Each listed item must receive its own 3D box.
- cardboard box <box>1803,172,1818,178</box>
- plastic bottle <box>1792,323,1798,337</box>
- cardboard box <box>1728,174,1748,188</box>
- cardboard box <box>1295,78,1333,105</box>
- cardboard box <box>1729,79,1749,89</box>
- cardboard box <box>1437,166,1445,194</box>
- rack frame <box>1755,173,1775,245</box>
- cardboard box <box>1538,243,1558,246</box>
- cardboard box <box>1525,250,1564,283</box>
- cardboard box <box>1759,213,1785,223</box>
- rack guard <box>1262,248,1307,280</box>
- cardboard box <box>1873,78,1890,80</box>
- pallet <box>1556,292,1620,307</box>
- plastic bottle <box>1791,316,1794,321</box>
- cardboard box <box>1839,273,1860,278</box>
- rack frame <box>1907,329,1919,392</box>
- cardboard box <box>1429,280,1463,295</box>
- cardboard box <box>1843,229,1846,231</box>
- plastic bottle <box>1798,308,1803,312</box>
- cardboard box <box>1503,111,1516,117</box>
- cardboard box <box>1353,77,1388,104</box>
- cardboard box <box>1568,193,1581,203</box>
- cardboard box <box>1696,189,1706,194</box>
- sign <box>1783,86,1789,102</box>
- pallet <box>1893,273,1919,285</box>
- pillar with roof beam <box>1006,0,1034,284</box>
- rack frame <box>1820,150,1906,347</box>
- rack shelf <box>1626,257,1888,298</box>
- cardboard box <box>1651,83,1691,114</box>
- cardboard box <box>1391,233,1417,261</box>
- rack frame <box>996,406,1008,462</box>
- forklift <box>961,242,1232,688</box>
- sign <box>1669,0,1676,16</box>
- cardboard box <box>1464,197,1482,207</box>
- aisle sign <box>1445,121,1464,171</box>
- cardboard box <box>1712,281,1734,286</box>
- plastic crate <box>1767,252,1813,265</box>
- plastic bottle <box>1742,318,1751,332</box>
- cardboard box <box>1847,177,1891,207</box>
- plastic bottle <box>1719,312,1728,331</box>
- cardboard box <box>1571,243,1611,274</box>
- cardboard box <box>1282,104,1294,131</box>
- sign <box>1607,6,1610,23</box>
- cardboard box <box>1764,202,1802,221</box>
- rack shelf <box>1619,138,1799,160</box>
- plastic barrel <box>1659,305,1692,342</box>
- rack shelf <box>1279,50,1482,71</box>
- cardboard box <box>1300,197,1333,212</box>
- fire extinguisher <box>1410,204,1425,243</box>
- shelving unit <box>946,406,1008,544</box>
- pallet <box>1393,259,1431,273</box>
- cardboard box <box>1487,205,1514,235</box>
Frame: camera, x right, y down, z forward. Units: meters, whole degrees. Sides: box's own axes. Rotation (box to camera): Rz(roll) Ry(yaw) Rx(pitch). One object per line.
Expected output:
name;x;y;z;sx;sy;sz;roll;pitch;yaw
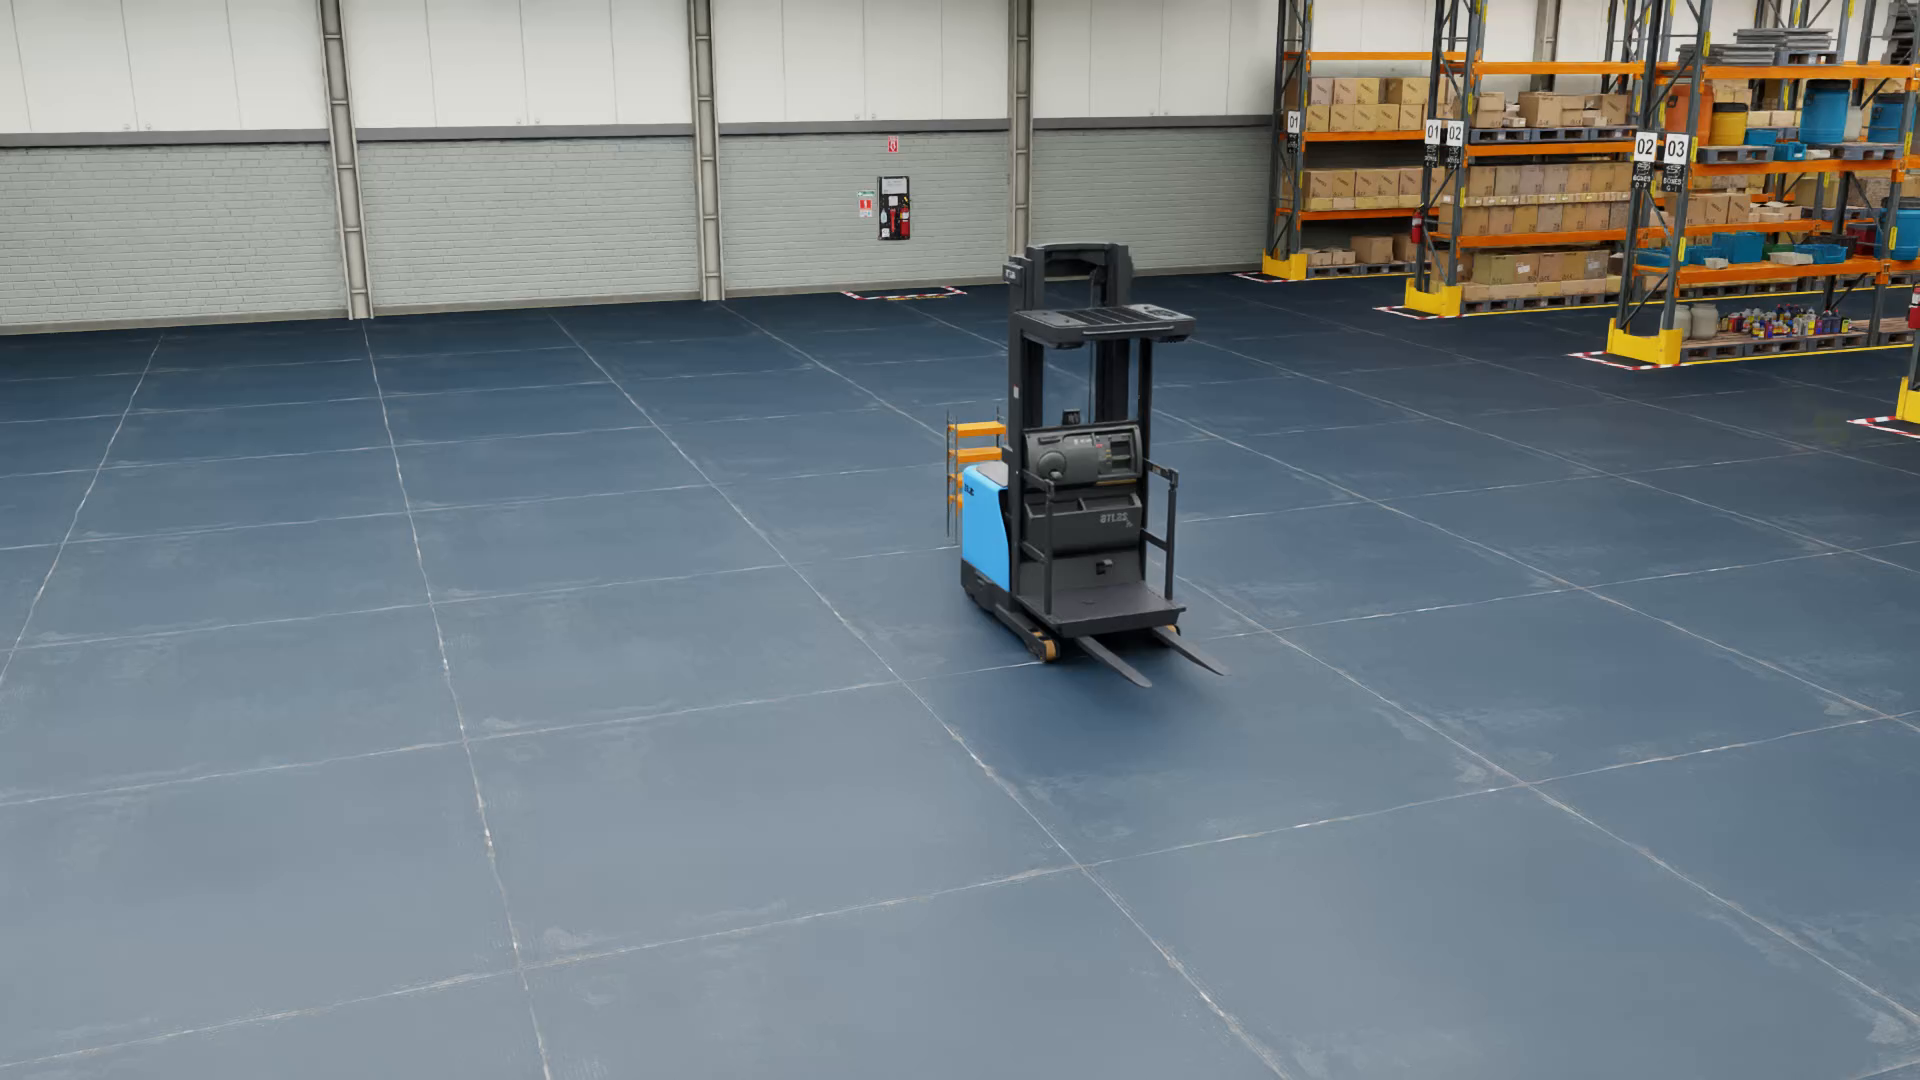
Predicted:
cardboard box;18.788;-8.172;37.224;0.700;0.700;0.980;-7;18;-21
plastic bottle;12.434;-3.134;24.785;0.097;0.201;0.097;0;16;0
cardboard box;16.778;-7.939;36.221;0.500;0.500;0.500;-6;17;-20
cardboard box;6.833;-8.648;32.063;0.500;0.500;0.500;-8;18;-24
cardboard box;16.723;-9.910;36.060;0.500;0.250;0.500;-5;17;-16
cardboard box;9.791;-7.268;33.575;0.500;0.500;0.500;-6;17;-20
rack frame;17.592;-7.906;36.849;0.127;3.000;1.000;-6;17;-20
cardboard box;12.227;-6.349;35.203;0.500;0.500;0.700;-6;17;-20
cardboard box;10.145;-4.781;29.012;0.500;0.500;0.500;-6;17;-20
cardboard box;14.892;-5.916;30.517;0.250;0.149;0.380;-6;17;-20
rack guard;6.458;-5.504;33.107;0.348;0.500;1.175;-6;17;-20
cardboard box;20.270;-10.093;36.984;0.500;0.500;0.500;-6;17;-18
pallet;11.140;-4.389;29.822;1.213;0.211;1.003;-6;17;-20
plastic bottle;12.496;-3.220;24.933;0.133;0.283;0.061;-6;17;-20
cardboard box;16.647;-5.236;31.413;0.500;0.500;0.500;-7;18;-22
rack frame;11.704;-2.786;19.415;0.127;3.000;1.000;-6;17;-20
cardboard box;8.558;-4.407;29.069;0.500;0.250;0.500;-6;17;-20
cardboard box;19.773;-7.113;37.840;0.500;0.500;0.700;-7;18;-22
plastic bottle;12.920;-3.440;25.695;0.135;0.276;0.152;-5;17;-18
cardboard box;9.144;-7.215;28.443;0.500;0.250;0.500;-6;17;-20
cardboard box;8.142;-8.935;33.043;0.500;0.500;0.500;-6;17;-20
cardboard box;10.534;-5.944;28.840;0.250;0.149;0.380;-6;17;-18
cardboard box;15.924;-7.546;36.034;0.250;0.149;0.380;-6;17;-18
sign;17.795;-9.602;35.826;0.005;0.325;0.100;-6;17;-20
pallet;18.622;-5.173;32.491;1.213;0.211;1.003;-6;17;-20
pillar with roof beam;2.668;-8.135;26.982;0.400;9.000;9.100;-6;17;-20
rack frame;13.667;-4.493;25.226;0.127;3.000;1.000;-6;17;-20
rack shelf;11.799;-3.946;24.640;4.000;0.370;1.077;-6;17;-20
cardboard box;12.488;-7.777;29.275;0.500;0.500;0.500;-6;17;-19
cardboard box;9.167;-5.996;34.000;0.500;0.500;0.500;-8;18;-24
rack frame;0.382;-0.617;15.222;0.015;1.200;0.240;-6;17;-20
forklift;1.006;-0.641;12.230;1.130;2.935;3.031;-6;17;-20
sign;12.073;-9.051;28.160;0.005;0.325;0.100;-6;17;-20
cardboard box;8.606;-5.735;28.128;0.250;0.149;0.380;-6;18;-20
aisle sign;8.211;-6.553;27.628;0.004;0.787;0.394;-6;17;-20
cardboard box;13.799;-4.809;30.438;0.500;0.250;0.500;-6;17;-19
plastic crate;12.241;-4.136;24.478;0.437;0.136;0.530;-6;17;-20
plastic bottle;11.926;-3.260;25.212;0.097;0.201;0.097;0;16;0
cardboard box;17.103;-6.584;31.425;0.500;0.500;0.700;-3;17;-10
plastic bottle;11.592;-3.314;25.253;0.133;0.283;0.061;-6;17;-19
cardboard box;11.353;-5.074;30.009;0.500;0.500;0.500;-6;17;-20
cardboard box;6.686;-8.302;32.659;0.500;0.500;0.500;-5;17;-16
sign;13.655;-11.051;34.972;0.005;0.325;0.100;-6;17;-20
cardboard box;15.278;-6.132;30.965;0.500;0.311;0.500;-5;17;-17
rack shelf;13.765;-7.092;30.030;4.000;0.370;1.077;-6;17;-20
plastic barrel;10.519;-3.184;24.438;0.421;0.512;0.421;0;16;0
rack shelf;8.254;-9.429;32.672;4.000;0.370;1.077;-6;17;-20
cardboard box;6.956;-6.599;32.630;0.500;0.250;0.500;-7;18;-22
fire extinguisher;7.886;-5.466;28.678;0.183;0.674;0.296;-6;17;-20
shelving unit;0.155;-0.592;15.138;0.503;1.200;0.258;-6;17;-20
pallet;9.507;-5.684;34.233;1.213;0.211;1.003;-6;17;-20
cardboard box;9.092;-5.539;28.611;0.500;0.500;0.700;-6;17;-19
